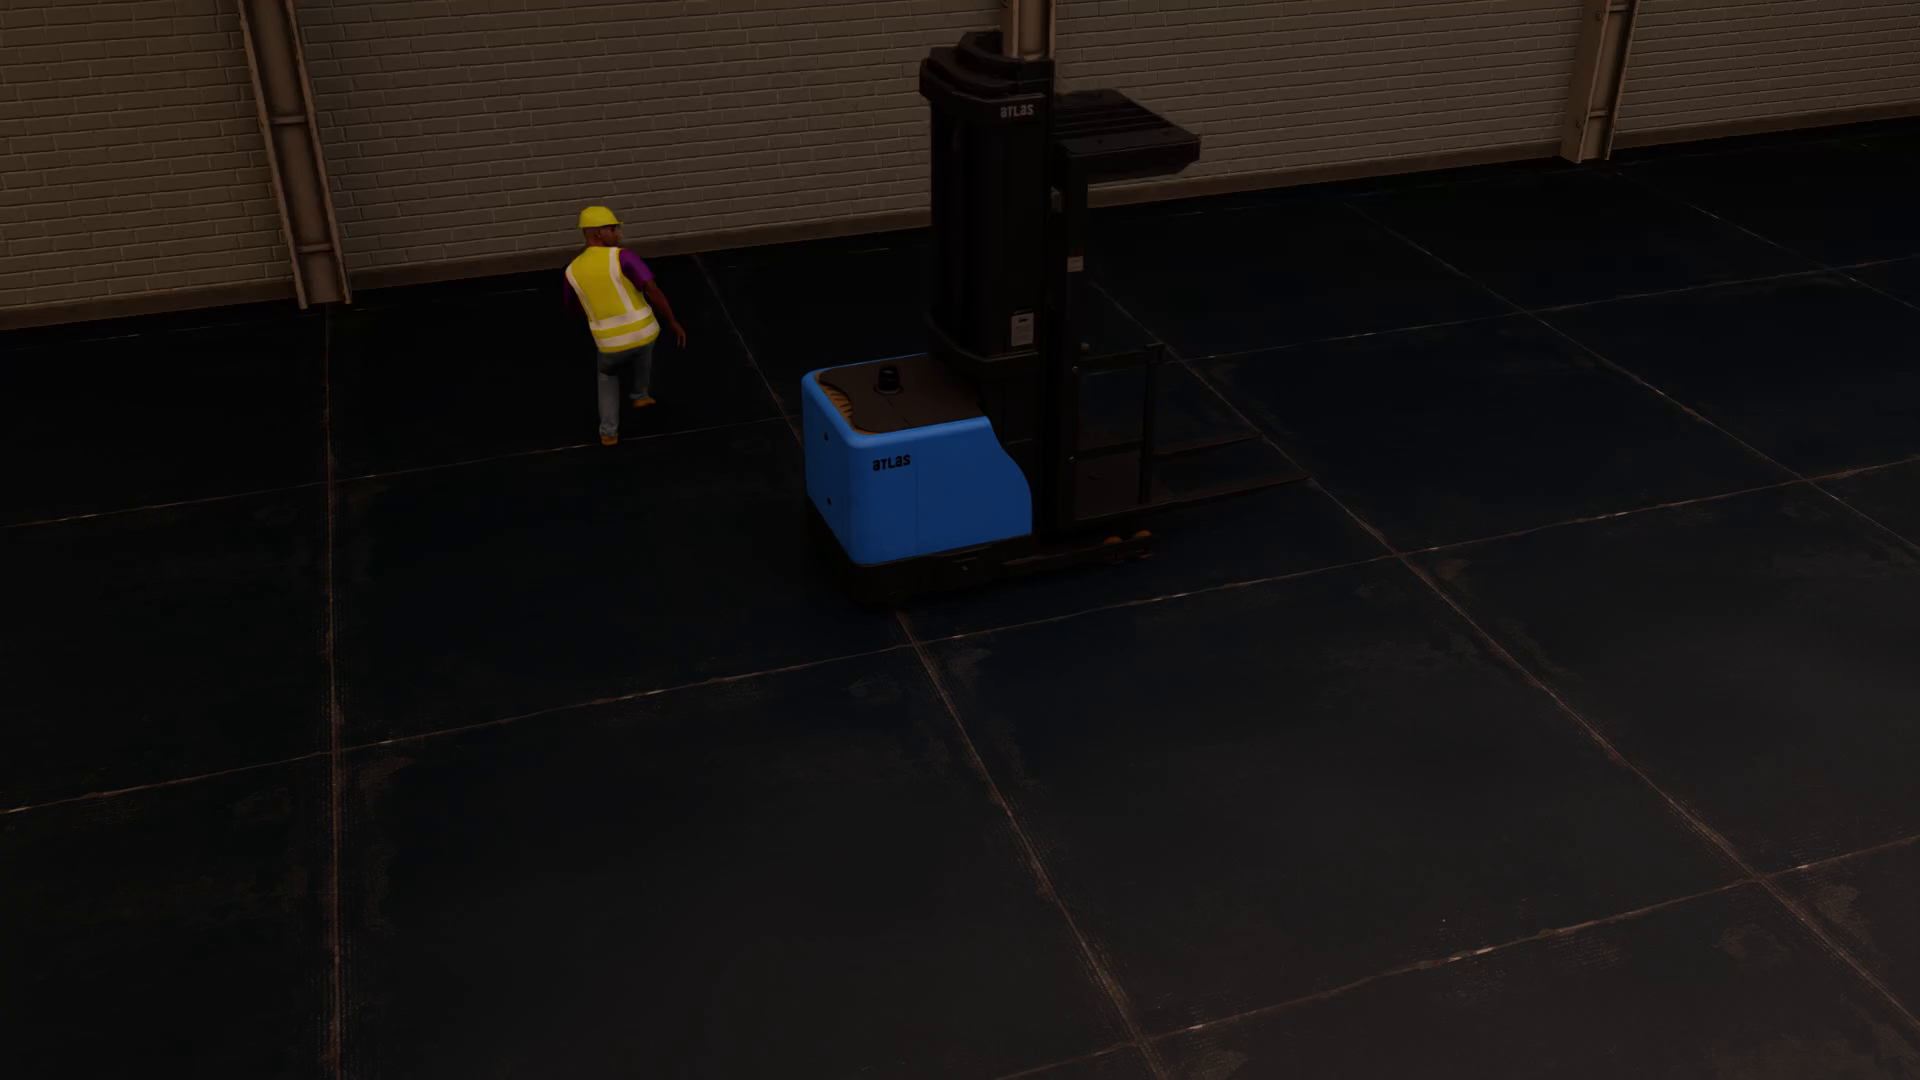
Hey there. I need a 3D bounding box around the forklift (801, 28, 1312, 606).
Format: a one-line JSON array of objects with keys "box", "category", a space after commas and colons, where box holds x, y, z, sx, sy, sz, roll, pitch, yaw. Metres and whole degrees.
[{"box": [0.645, -1.357, 9.446, 3.031, 2.935, 1.130, -11, 32, -18], "category": "forklift"}]

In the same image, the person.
[{"box": [-2.195, -1.440, 10.998, 0.807, 1.556, 0.797, -2, 30, -4], "category": "person"}]
